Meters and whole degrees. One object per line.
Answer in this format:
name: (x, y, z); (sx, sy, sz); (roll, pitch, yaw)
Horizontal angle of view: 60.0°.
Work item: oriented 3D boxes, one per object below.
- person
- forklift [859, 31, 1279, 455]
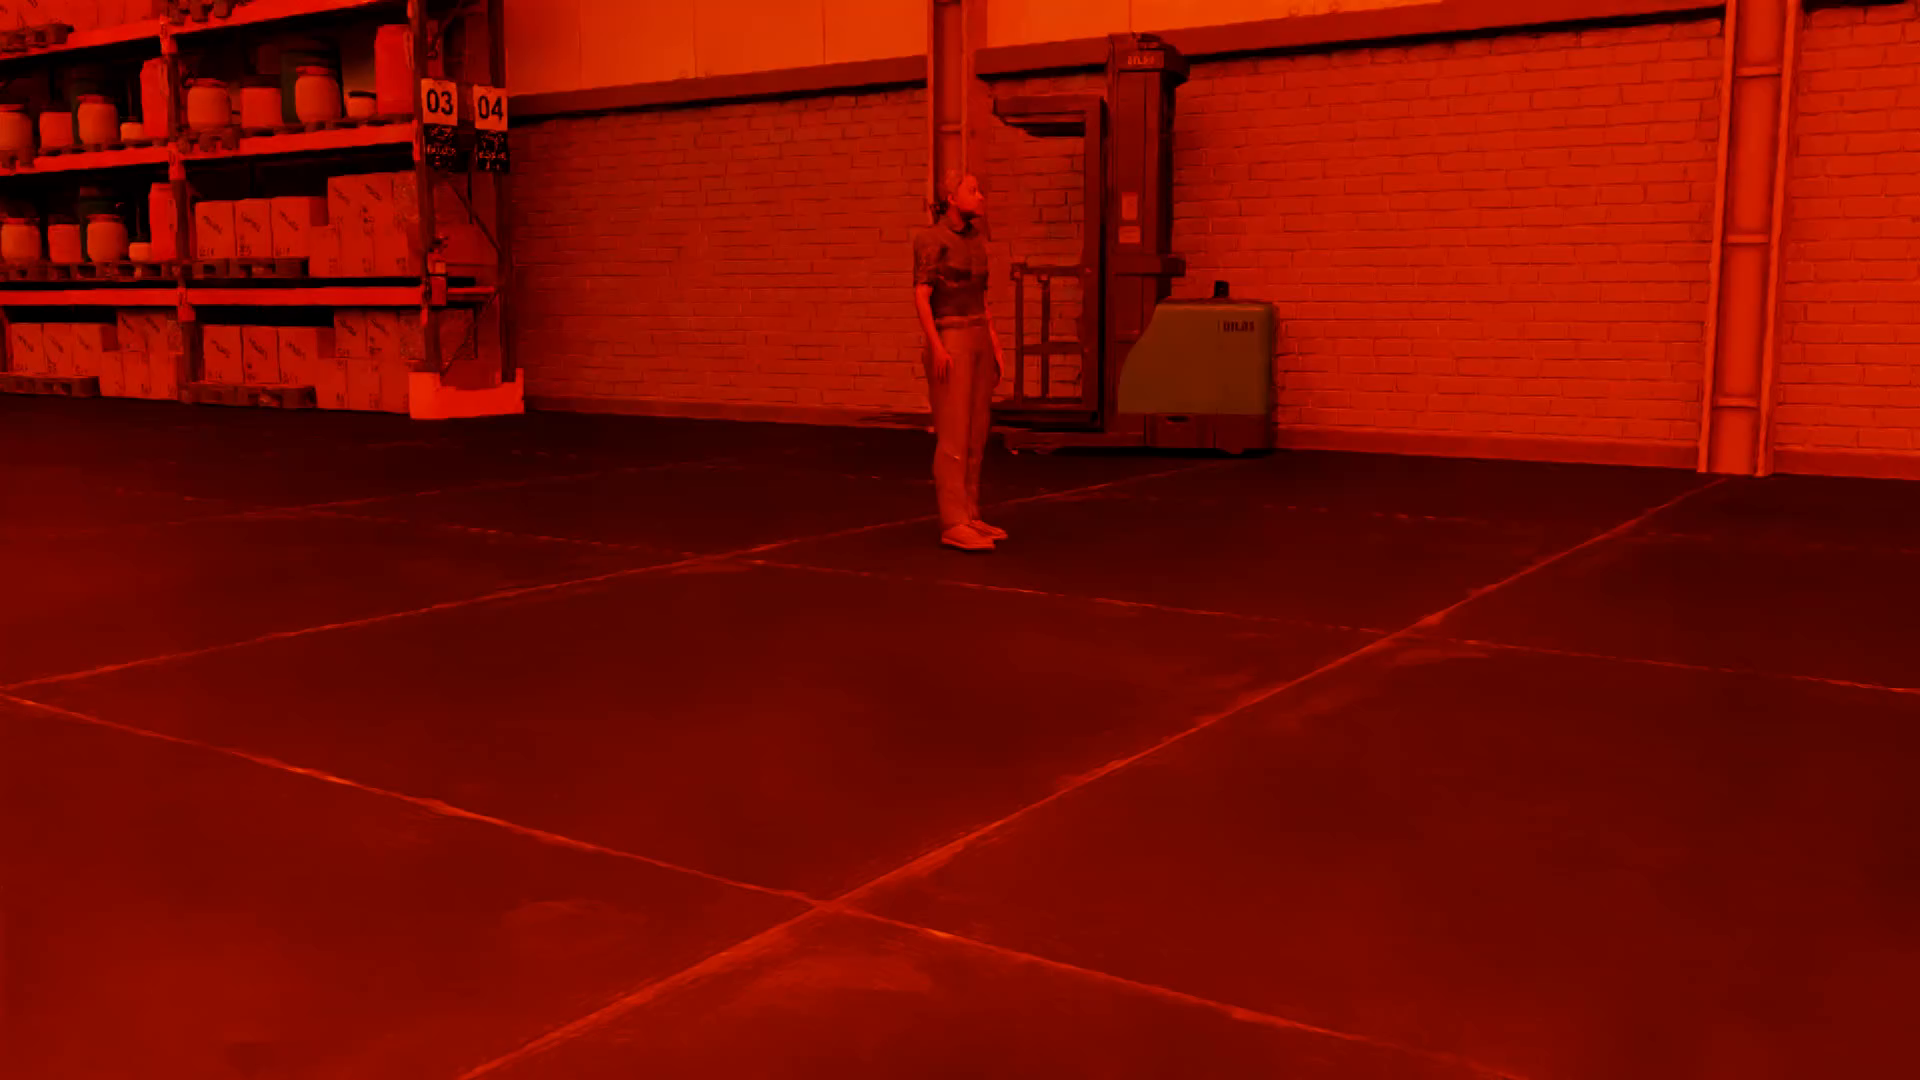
person: (0.062, -0.817, 7.421); (0.503, 1.654, 0.570); (5, 10, 34)
forklift: (0.797, -2.129, 12.166); (3.031, 2.935, 1.130); (2, 8, 14)
